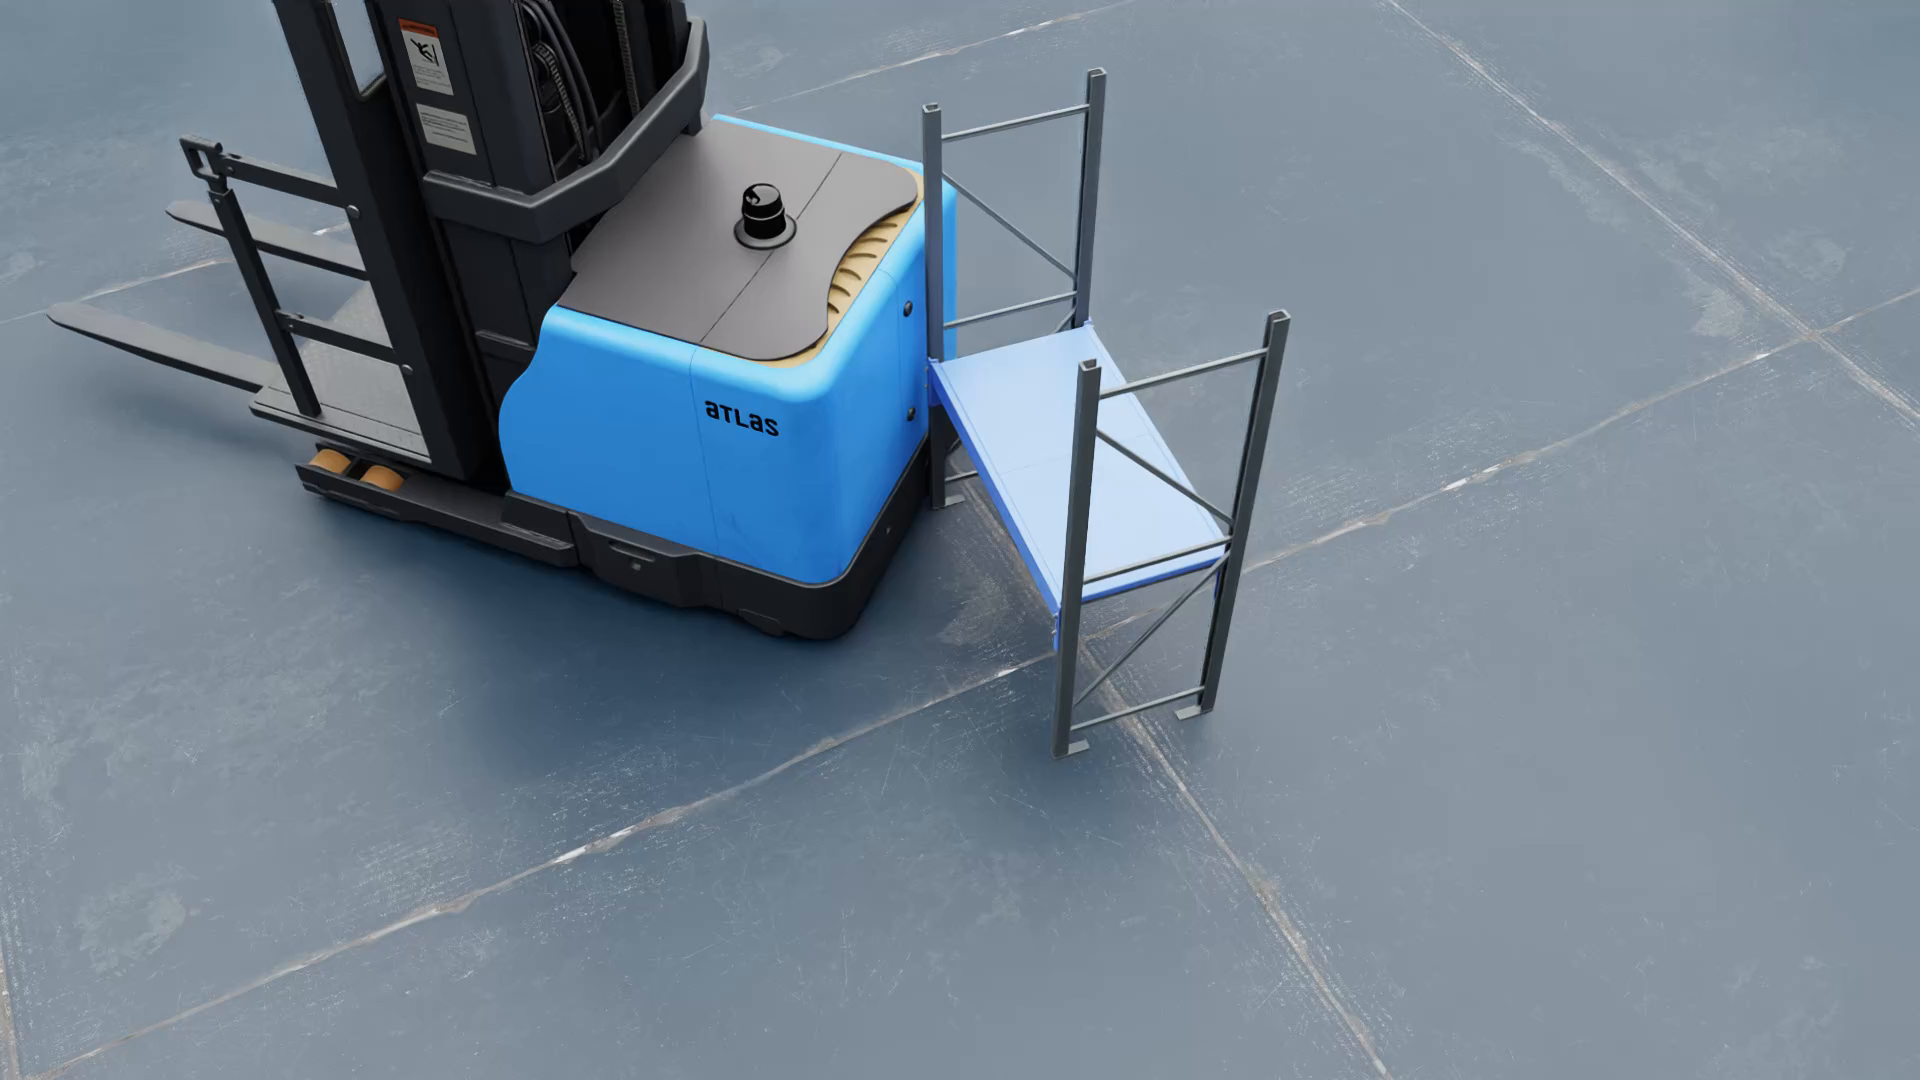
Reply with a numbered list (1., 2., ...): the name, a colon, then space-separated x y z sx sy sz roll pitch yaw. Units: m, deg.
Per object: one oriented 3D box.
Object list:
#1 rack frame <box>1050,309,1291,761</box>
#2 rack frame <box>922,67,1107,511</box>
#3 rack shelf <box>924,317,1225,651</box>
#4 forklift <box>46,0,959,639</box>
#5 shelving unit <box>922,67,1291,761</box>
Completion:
1. rack frame: 0.495 0.054 4.206 0.500 1.500 0.032 -16 51 -13
2. rack frame: 0.142 -0.663 4.834 0.500 1.500 0.032 -16 51 -13
3. rack shelf: 0.319 -0.186 4.655 0.538 0.185 1.000 -16 51 -13
4. forklift: -1.565 -1.391 4.520 3.031 2.935 1.130 17 51 14
5. shelving unit: 0.319 -0.304 4.520 0.538 1.500 1.048 -16 51 -13
